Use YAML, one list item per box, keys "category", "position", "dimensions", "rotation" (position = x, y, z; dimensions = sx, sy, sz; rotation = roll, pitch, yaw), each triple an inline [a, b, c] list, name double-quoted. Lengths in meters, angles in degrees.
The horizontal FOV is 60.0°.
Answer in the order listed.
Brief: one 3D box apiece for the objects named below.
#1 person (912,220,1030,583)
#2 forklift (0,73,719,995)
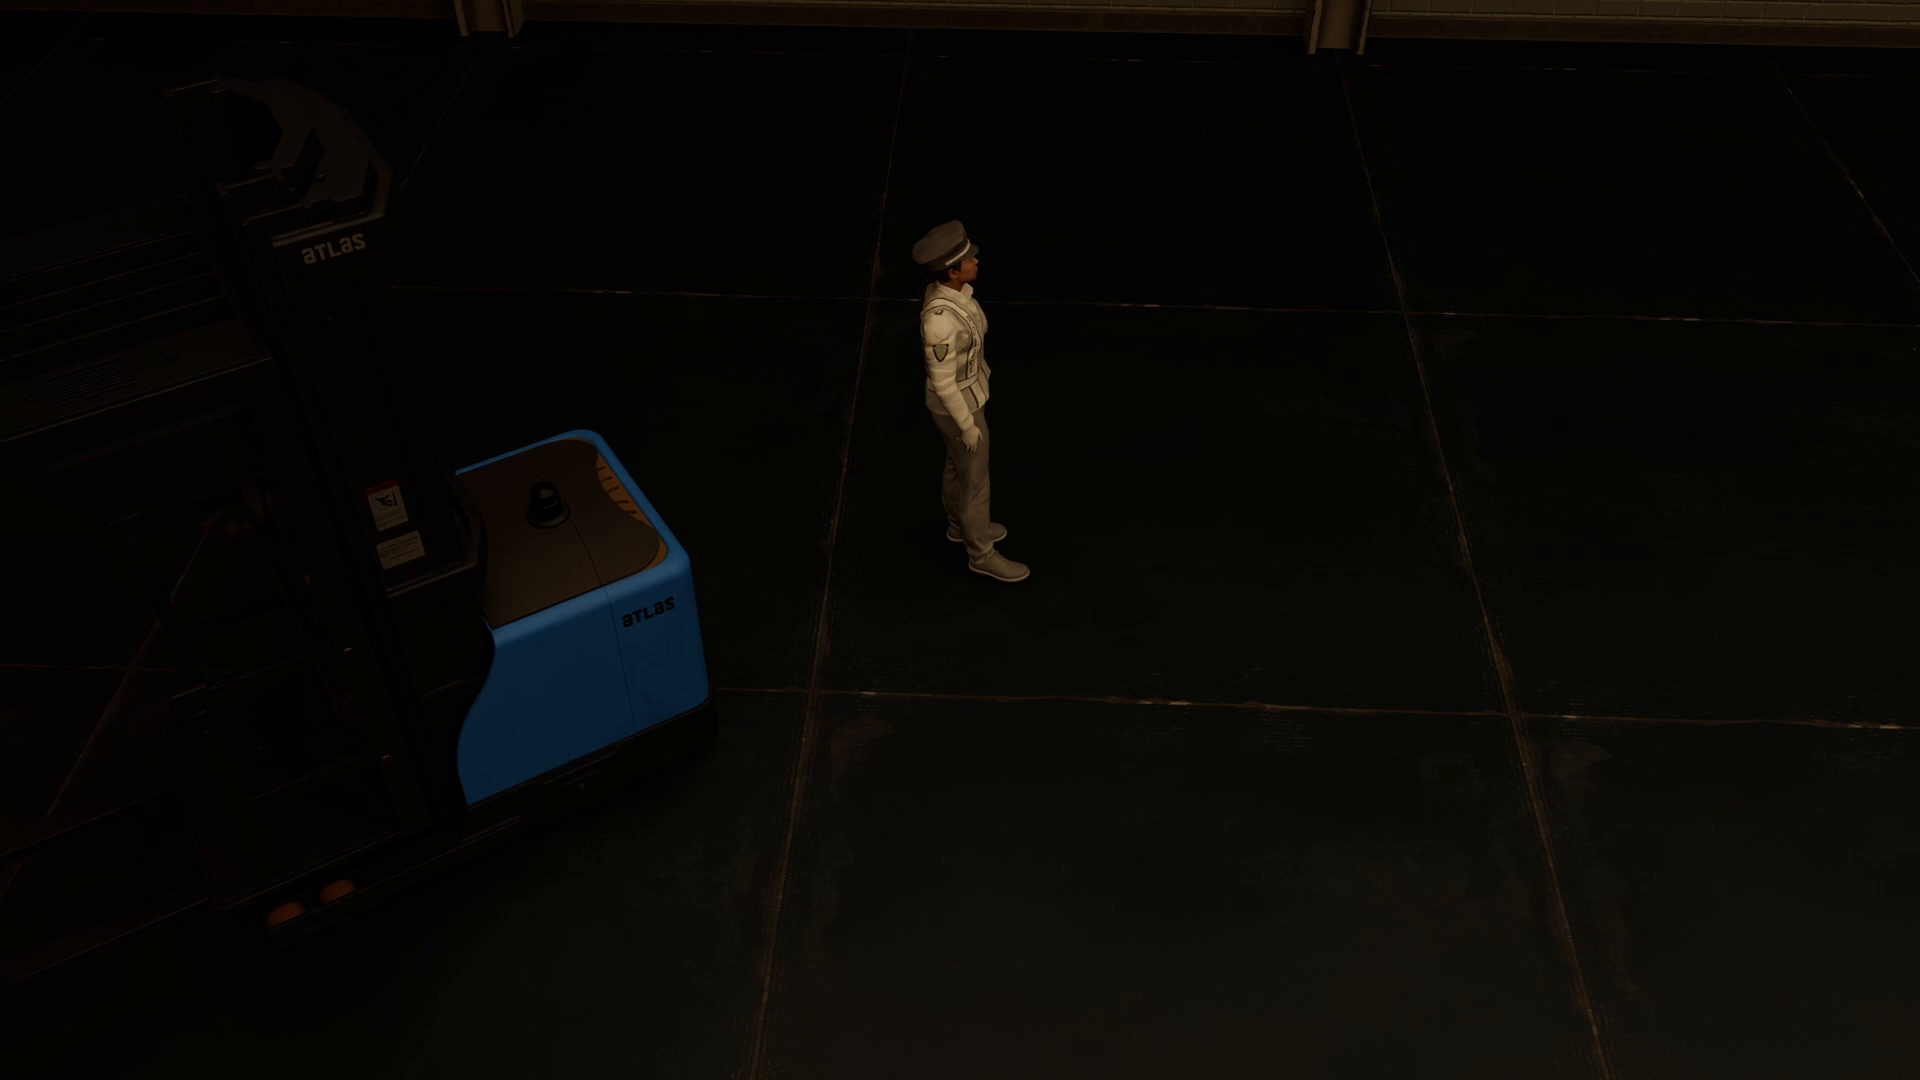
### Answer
- category: "person"
  position: [0.067, -0.625, 7.333]
  dimensions: [0.533, 1.696, 0.588]
  rotation: [2, 42, 2]
- category: "forklift"
  position: [-2.531, 0.029, 5.711]
  dimensions: [3.031, 2.935, 1.130]
  rotation: [-23, 47, -23]
